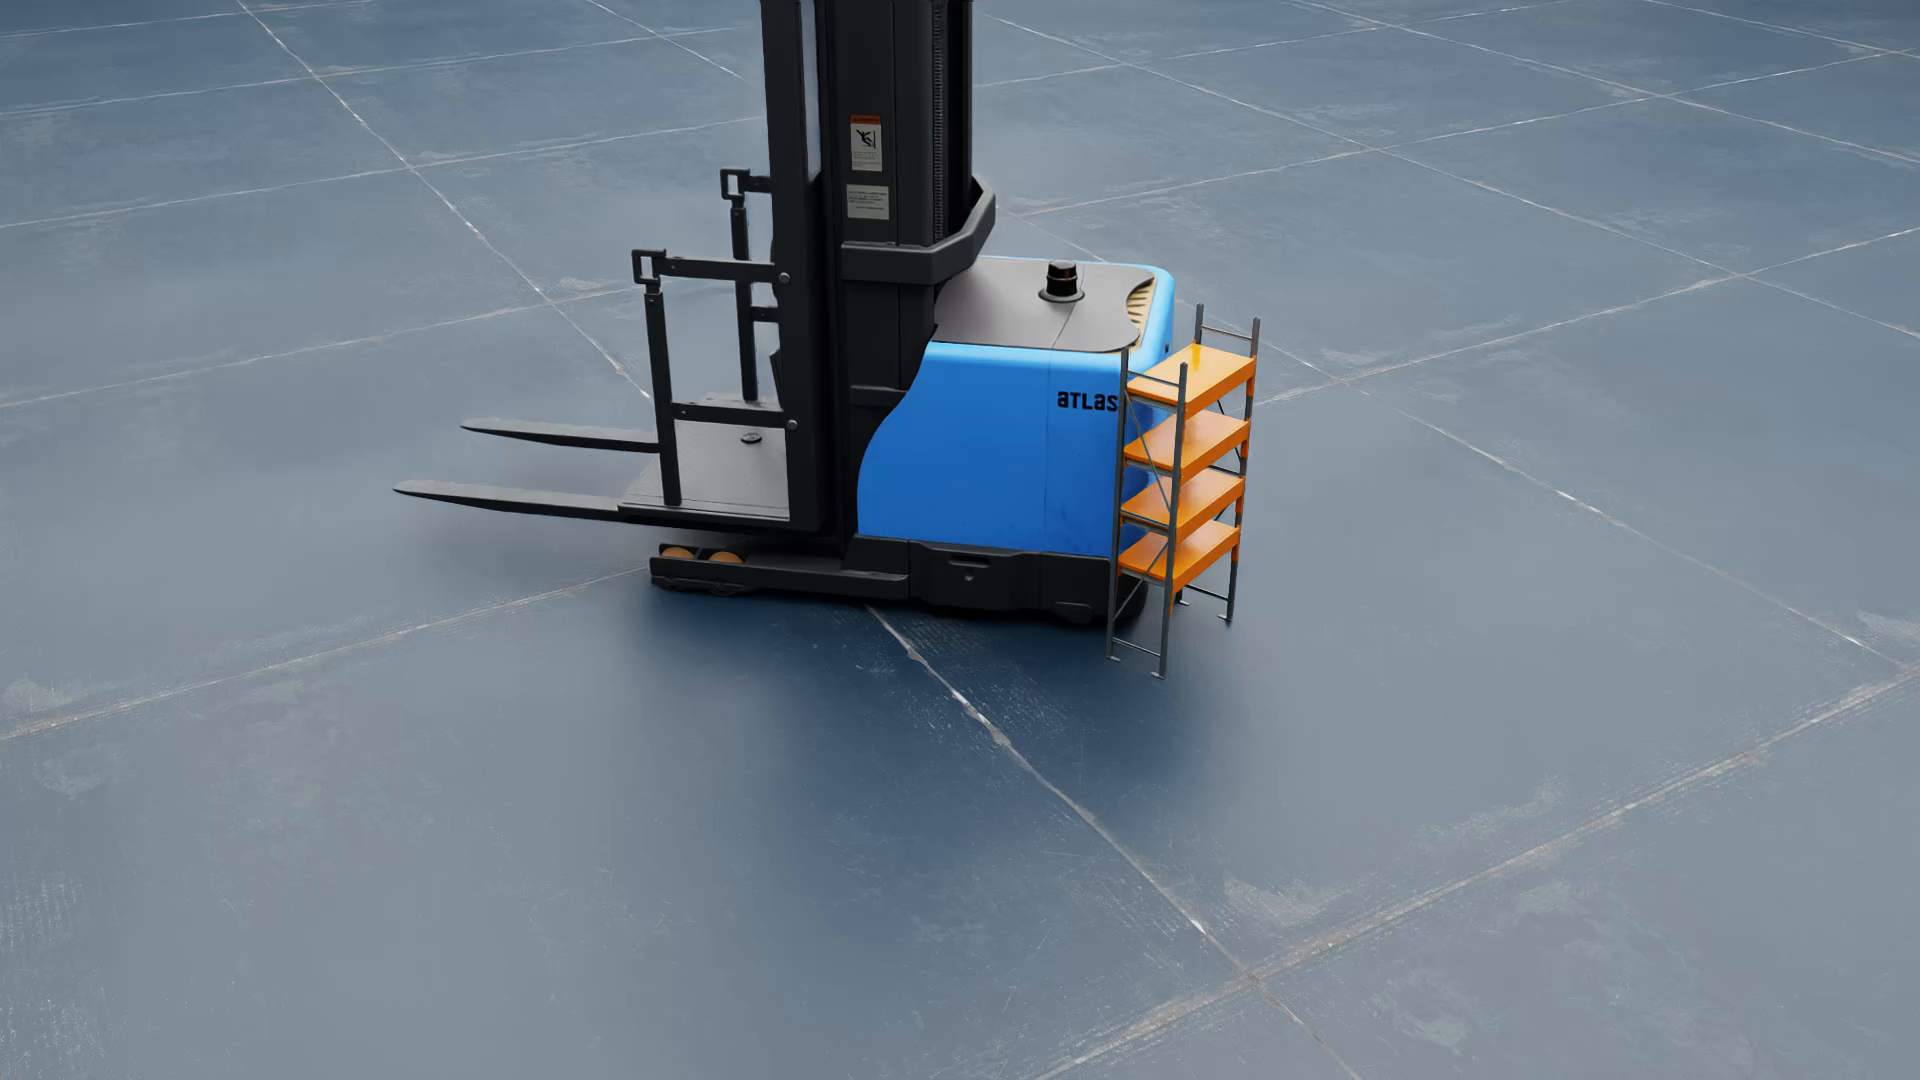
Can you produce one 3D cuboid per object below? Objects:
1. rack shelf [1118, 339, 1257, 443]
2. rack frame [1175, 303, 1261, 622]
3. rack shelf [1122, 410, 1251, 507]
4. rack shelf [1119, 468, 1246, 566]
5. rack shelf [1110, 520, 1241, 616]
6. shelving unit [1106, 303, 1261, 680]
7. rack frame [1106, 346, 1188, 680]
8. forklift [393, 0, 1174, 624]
[{"bbox_3d":[0.772,-0.508,5.616,0.258,0.148,0.480,20,35,32],"label":"rack shelf"},{"bbox_3d":[0.918,-0.258,5.977,0.240,1.200,0.015,20,35,32],"label":"rack frame"},{"bbox_3d":[0.772,-0.301,5.730,0.258,0.148,0.480,20,35,32],"label":"rack shelf"},{"bbox_3d":[0.772,-0.105,5.838,0.258,0.148,0.480,20,35,32],"label":"rack shelf"},{"bbox_3d":[0.772,0.069,5.934,0.258,0.148,0.480,20,35,32],"label":"rack shelf"},{"bbox_3d":[0.772,-0.164,5.806,0.258,1.200,0.503,20,35,32],"label":"shelving unit"},{"bbox_3d":[0.625,-0.070,5.635,0.240,1.200,0.015,20,35,32],"label":"rack frame"},{"bbox_3d":[-0.726,-1.313,6.096,3.031,2.935,1.130,5,29,9],"label":"forklift"}]
